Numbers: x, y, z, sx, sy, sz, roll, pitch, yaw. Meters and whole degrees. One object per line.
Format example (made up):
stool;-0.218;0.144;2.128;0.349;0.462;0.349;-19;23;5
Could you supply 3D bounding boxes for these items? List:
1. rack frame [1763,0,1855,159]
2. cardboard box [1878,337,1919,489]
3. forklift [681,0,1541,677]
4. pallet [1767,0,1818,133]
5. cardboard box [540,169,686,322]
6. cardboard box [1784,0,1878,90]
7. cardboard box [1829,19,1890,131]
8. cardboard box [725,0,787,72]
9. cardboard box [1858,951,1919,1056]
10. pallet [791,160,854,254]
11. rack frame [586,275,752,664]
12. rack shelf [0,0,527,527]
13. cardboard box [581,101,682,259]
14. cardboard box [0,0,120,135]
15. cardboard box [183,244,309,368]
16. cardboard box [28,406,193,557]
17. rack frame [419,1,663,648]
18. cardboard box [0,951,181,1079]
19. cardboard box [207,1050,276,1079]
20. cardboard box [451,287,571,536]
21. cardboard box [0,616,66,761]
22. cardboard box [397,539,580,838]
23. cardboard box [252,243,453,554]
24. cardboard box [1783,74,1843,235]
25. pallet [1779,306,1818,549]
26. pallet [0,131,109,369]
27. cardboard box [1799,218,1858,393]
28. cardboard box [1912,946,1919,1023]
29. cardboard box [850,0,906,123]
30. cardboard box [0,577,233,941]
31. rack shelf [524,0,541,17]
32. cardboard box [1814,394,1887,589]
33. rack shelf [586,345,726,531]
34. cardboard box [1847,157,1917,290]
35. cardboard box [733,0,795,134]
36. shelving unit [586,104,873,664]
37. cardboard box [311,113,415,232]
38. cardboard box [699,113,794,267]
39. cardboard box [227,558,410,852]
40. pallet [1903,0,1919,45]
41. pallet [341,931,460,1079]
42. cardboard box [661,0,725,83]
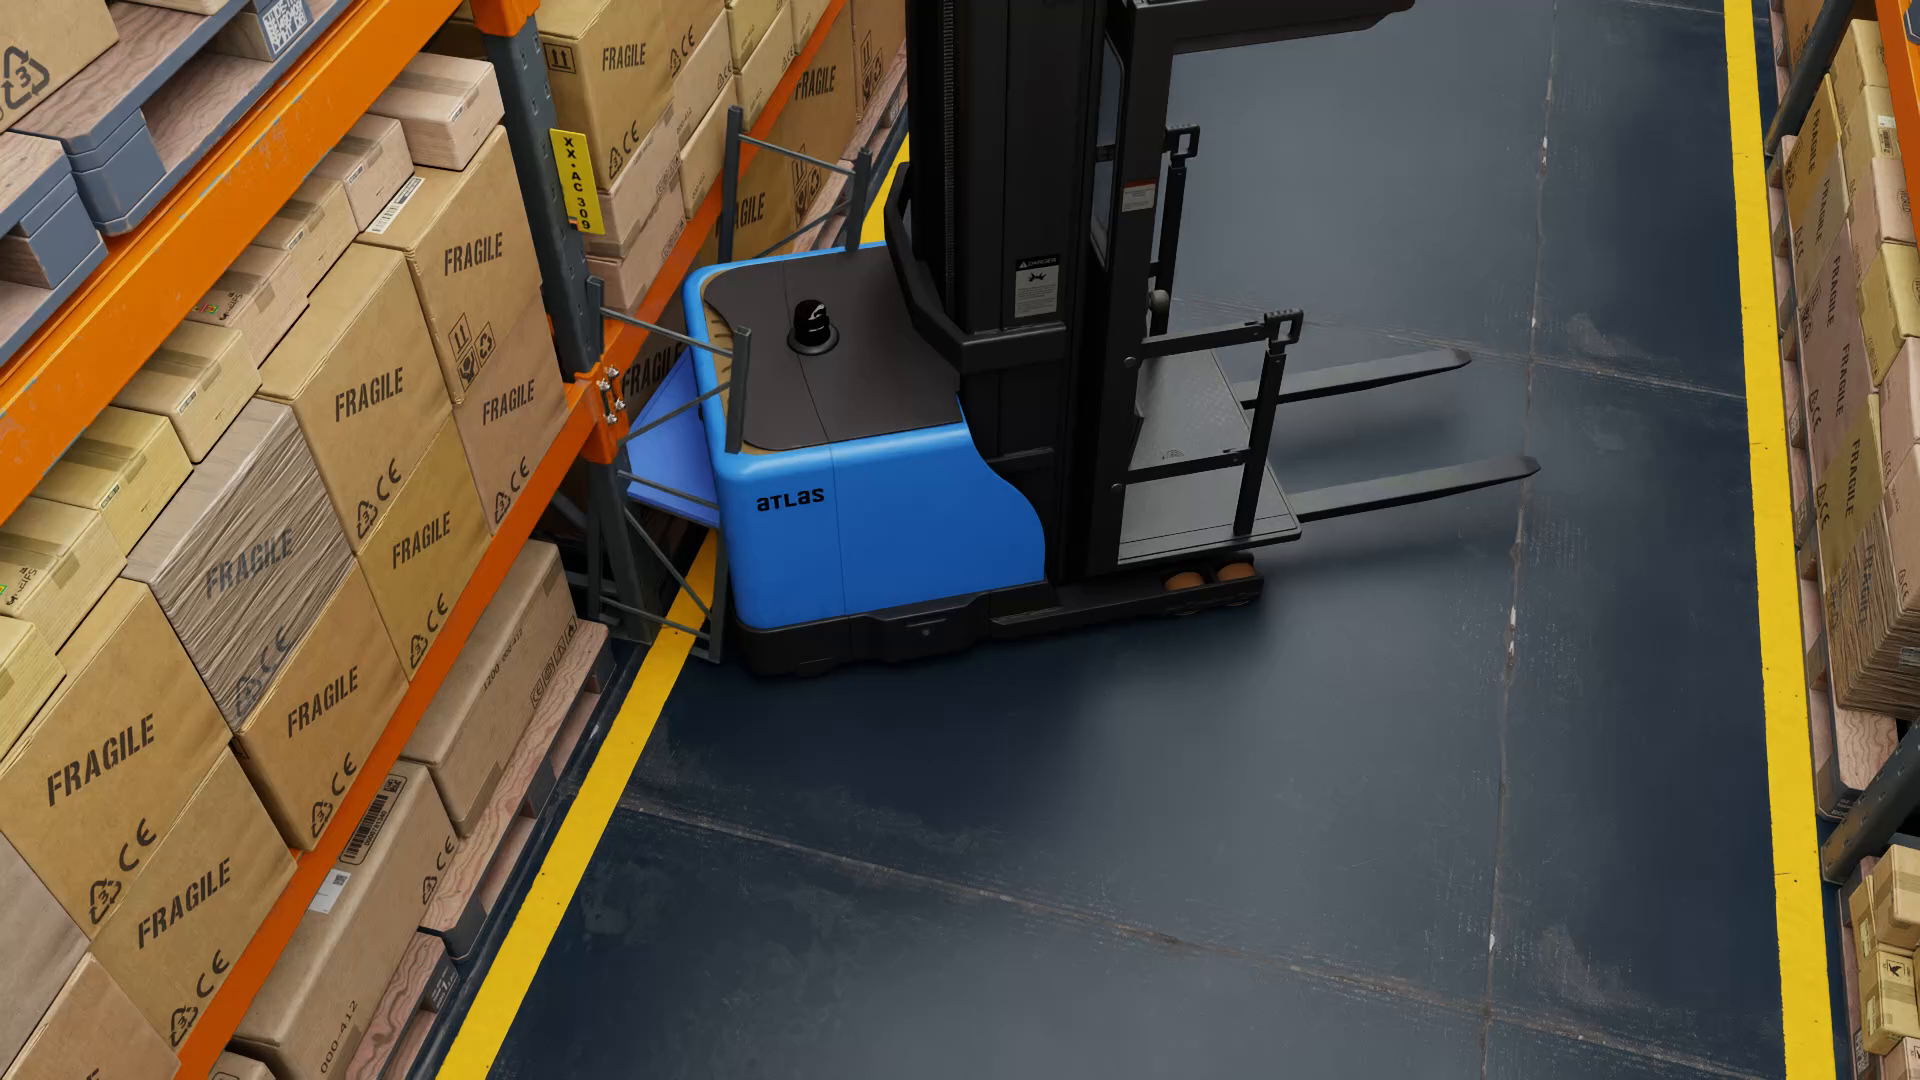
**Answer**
rack frame;4.293;-2.743;6.671;1.000;3.000;0.127;12;50;10
cardboard box;3.340;-0.368;5.461;0.500;0.250;0.500;14;50;12
forklift;0.614;-1.076;5.245;3.031;2.935;1.130;-10;49;-9
pallet;4.573;-2.376;8.206;1.003;0.211;1.213;12;50;10
cardboard box;-1.192;-0.970;5.206;0.500;0.250;0.500;11;49;9
cardboard box;4.540;-2.561;7.730;1.050;0.750;0.750;11;49;10
cardboard box;3.878;-1.852;6.771;0.500;0.250;0.500;10;49;8
cardboard box;-0.906;-1.875;5.671;0.500;0.250;0.500;12;50;11
cardboard box;2.764;1.347;4.682;0.380;0.149;0.250;13;50;11
pallet;-1.113;-1.289;7.247;1.003;0.211;1.213;12;50;10
rack frame;-0.949;-0.164;5.282;0.500;1.500;0.032;19;47;6
rack shelf;-2.088;-0.062;2.783;1.077;0.370;4.000;12;50;10
cardboard box;-1.174;-1.132;5.015;0.500;0.250;0.500;10;49;9
cardboard box;-1.886;-0.971;2.690;0.797;0.503;0.637;15;50;13
cardboard box;-1.635;-0.512;3.535;0.380;0.149;0.250;11;50;10
cardboard box;-1.734;-0.135;3.202;0.380;0.149;0.250;11;49;9
rack frame;-1.562;-0.754;4.915;1.000;3.000;0.127;12;50;10
cardboard box;-1.954;1.080;3.229;0.500;0.500;0.500;11;50;10
cardboard box;-2.305;1.688;4.189;0.875;0.438;0.875;13;50;11
cardboard box;-1.438;-0.401;4.537;0.500;0.500;0.500;12;50;10
cardboard box;-1.806;0.245;2.867;0.380;0.149;0.250;10;49;9
cardboard box;-1.831;0.388;5.336;0.875;0.438;0.875;11;49;9
cardboard box;-1.561;-0.357;3.830;0.500;0.500;0.500;11;49;9
cardboard box;3.861;-1.594;7.043;0.500;0.500;0.500;10;49;8
pallet;3.763;-0.376;6.441;1.003;0.211;1.213;12;50;10
pallet;-2.111;-0.248;2.526;1.003;0.211;1.213;12;50;10
cardboard box;3.601;-0.857;6.393;0.500;0.500;0.500;10;49;9
cardboard box;2.856;1.256;4.564;0.380;0.149;0.250;12;50;10
cardboard box;-0.771;-2.600;7.681;0.875;0.875;0.875;11;50;10
cardboard box;-1.826;0.374;3.185;0.500;0.500;0.500;12;50;10
rack shelf;-1.036;-2.955;5.337;1.077;0.370;4.000;12;50;10
cardboard box;3.327;-0.118;5.741;0.500;0.500;0.500;11;49;9
rack shelf;-0.824;-0.380;5.760;0.538;0.185;1.000;19;47;6
cardboard box;3.602;-1.130;6.134;0.500;0.250;0.500;12;50;10
cardboard box;-0.907;-1.713;5.861;0.500;0.250;0.500;11;50;10
shelving unit;-0.795;-0.501;5.630;0.538;1.500;1.048;19;47;6
cardboard box;-1.510;-0.878;3.858;0.380;0.149;0.250;13;50;11
cardboard box;-1.246;-1.309;6.542;0.875;0.875;0.875;13;50;11
cardboard box;-1.686;0.339;3.884;0.500;0.500;0.500;11;49;9
pallet;4.208;-2.143;6.269;1.213;0.211;1.003;12;50;10
pallet;-2.157;1.589;4.707;1.003;0.211;1.213;12;50;10
cardboard box;-1.062;-1.753;5.063;0.500;0.500;0.500;11;50;10
